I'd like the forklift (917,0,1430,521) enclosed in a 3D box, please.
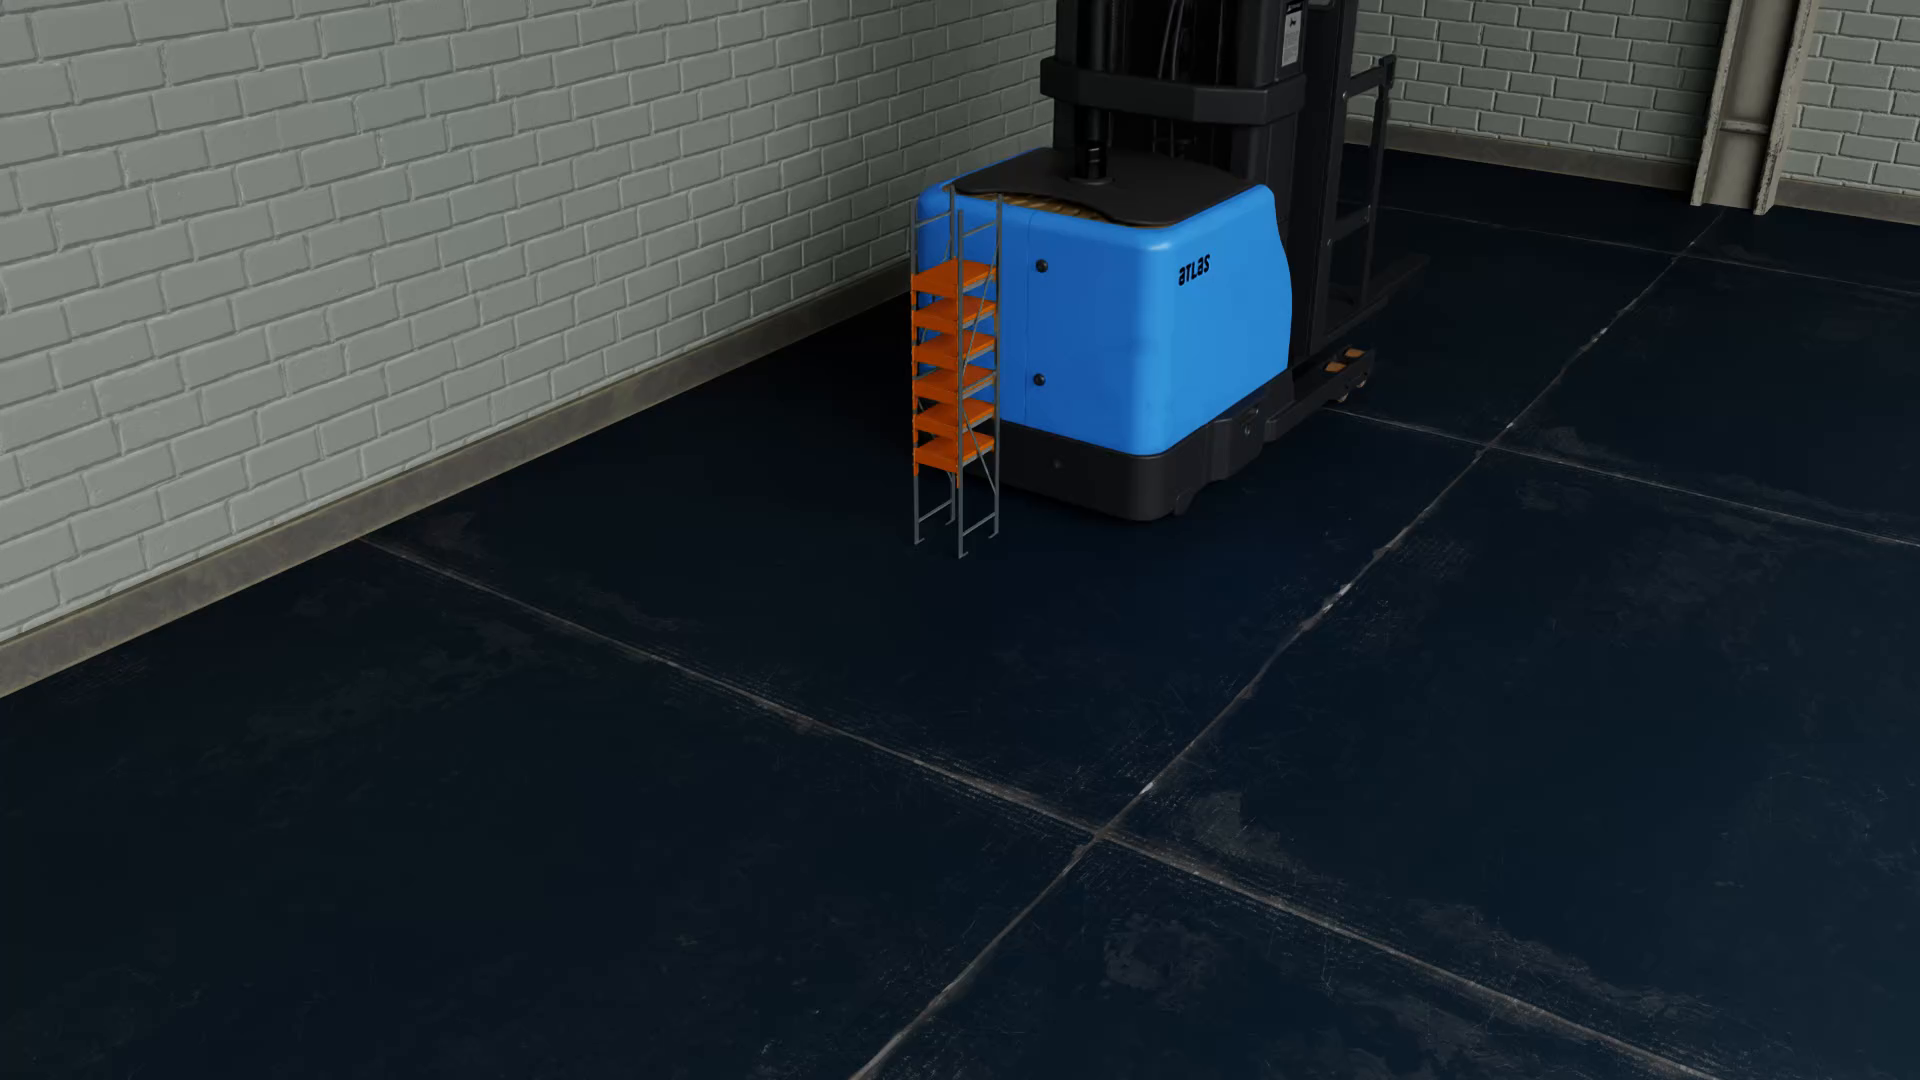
[{"bbox_3d":[1.093,-1.986,6.422,1.130,2.935,3.031,18,32,31],"label":"forklift"}]

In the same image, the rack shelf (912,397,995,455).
[{"bbox_3d":[-0.012,-0.392,5.560,0.180,0.103,0.258,17,32,30],"label":"rack shelf"}]

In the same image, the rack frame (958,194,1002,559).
[{"bbox_3d":[0.063,-0.515,5.439,0.006,1.200,0.240,17,32,30],"label":"rack frame"}]

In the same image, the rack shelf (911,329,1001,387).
[{"bbox_3d":[-0.012,-0.606,5.451,0.180,0.103,0.258,17,32,30],"label":"rack shelf"}]

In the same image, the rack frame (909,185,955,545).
[{"bbox_3d":[-0.087,-0.562,5.531,0.006,1.200,0.240,17,32,30],"label":"rack frame"}]

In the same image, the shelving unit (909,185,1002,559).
[{"bbox_3d":[-0.012,-0.538,5.485,0.189,1.200,0.258,17,32,30],"label":"shelving unit"}]

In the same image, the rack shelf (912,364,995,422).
[{"bbox_3d":[-0.012,-0.499,5.505,0.180,0.103,0.258,17,32,30],"label":"rack shelf"}]

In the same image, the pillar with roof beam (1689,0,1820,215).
[{"bbox_3d":[1.991,-4.330,4.337,0.400,9.000,9.100,17,32,30],"label":"pillar with roof beam"}]

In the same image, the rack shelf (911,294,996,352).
[{"bbox_3d":[-0.012,-0.713,5.396,0.180,0.103,0.258,17,32,30],"label":"rack shelf"}]

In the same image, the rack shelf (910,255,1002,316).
[{"bbox_3d":[-0.012,-0.820,5.342,0.180,0.103,0.258,17,32,30],"label":"rack shelf"}]

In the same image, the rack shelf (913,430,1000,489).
[{"bbox_3d":[-0.012,-0.285,5.614,0.180,0.103,0.258,17,32,30],"label":"rack shelf"}]
